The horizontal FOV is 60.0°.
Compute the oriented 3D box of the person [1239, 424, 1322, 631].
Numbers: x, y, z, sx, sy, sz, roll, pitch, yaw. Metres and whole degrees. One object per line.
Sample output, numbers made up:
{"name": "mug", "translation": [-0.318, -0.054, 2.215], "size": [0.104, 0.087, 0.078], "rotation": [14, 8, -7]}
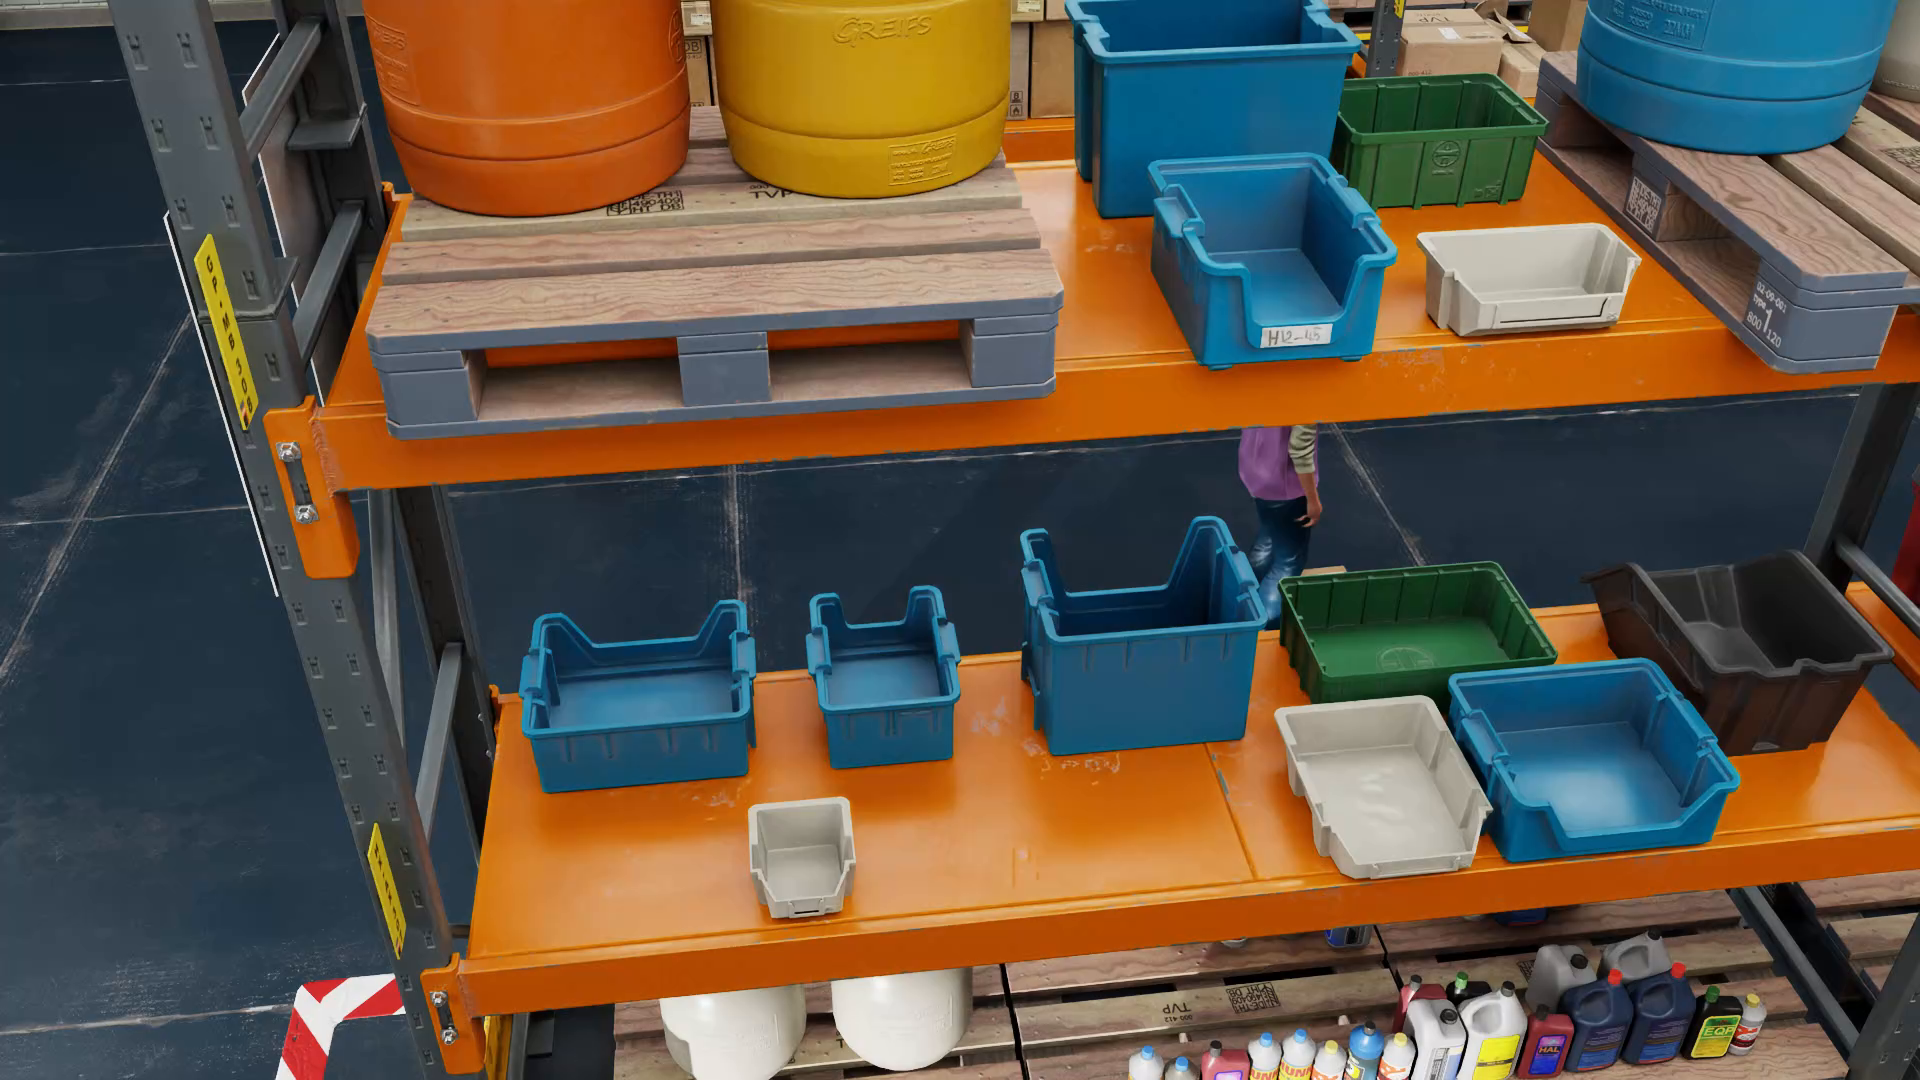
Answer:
{"name": "person", "translation": [1.268, -0.238, 6.490], "size": [0.340, 1.594, 0.484], "rotation": [-6, 36, -8]}
